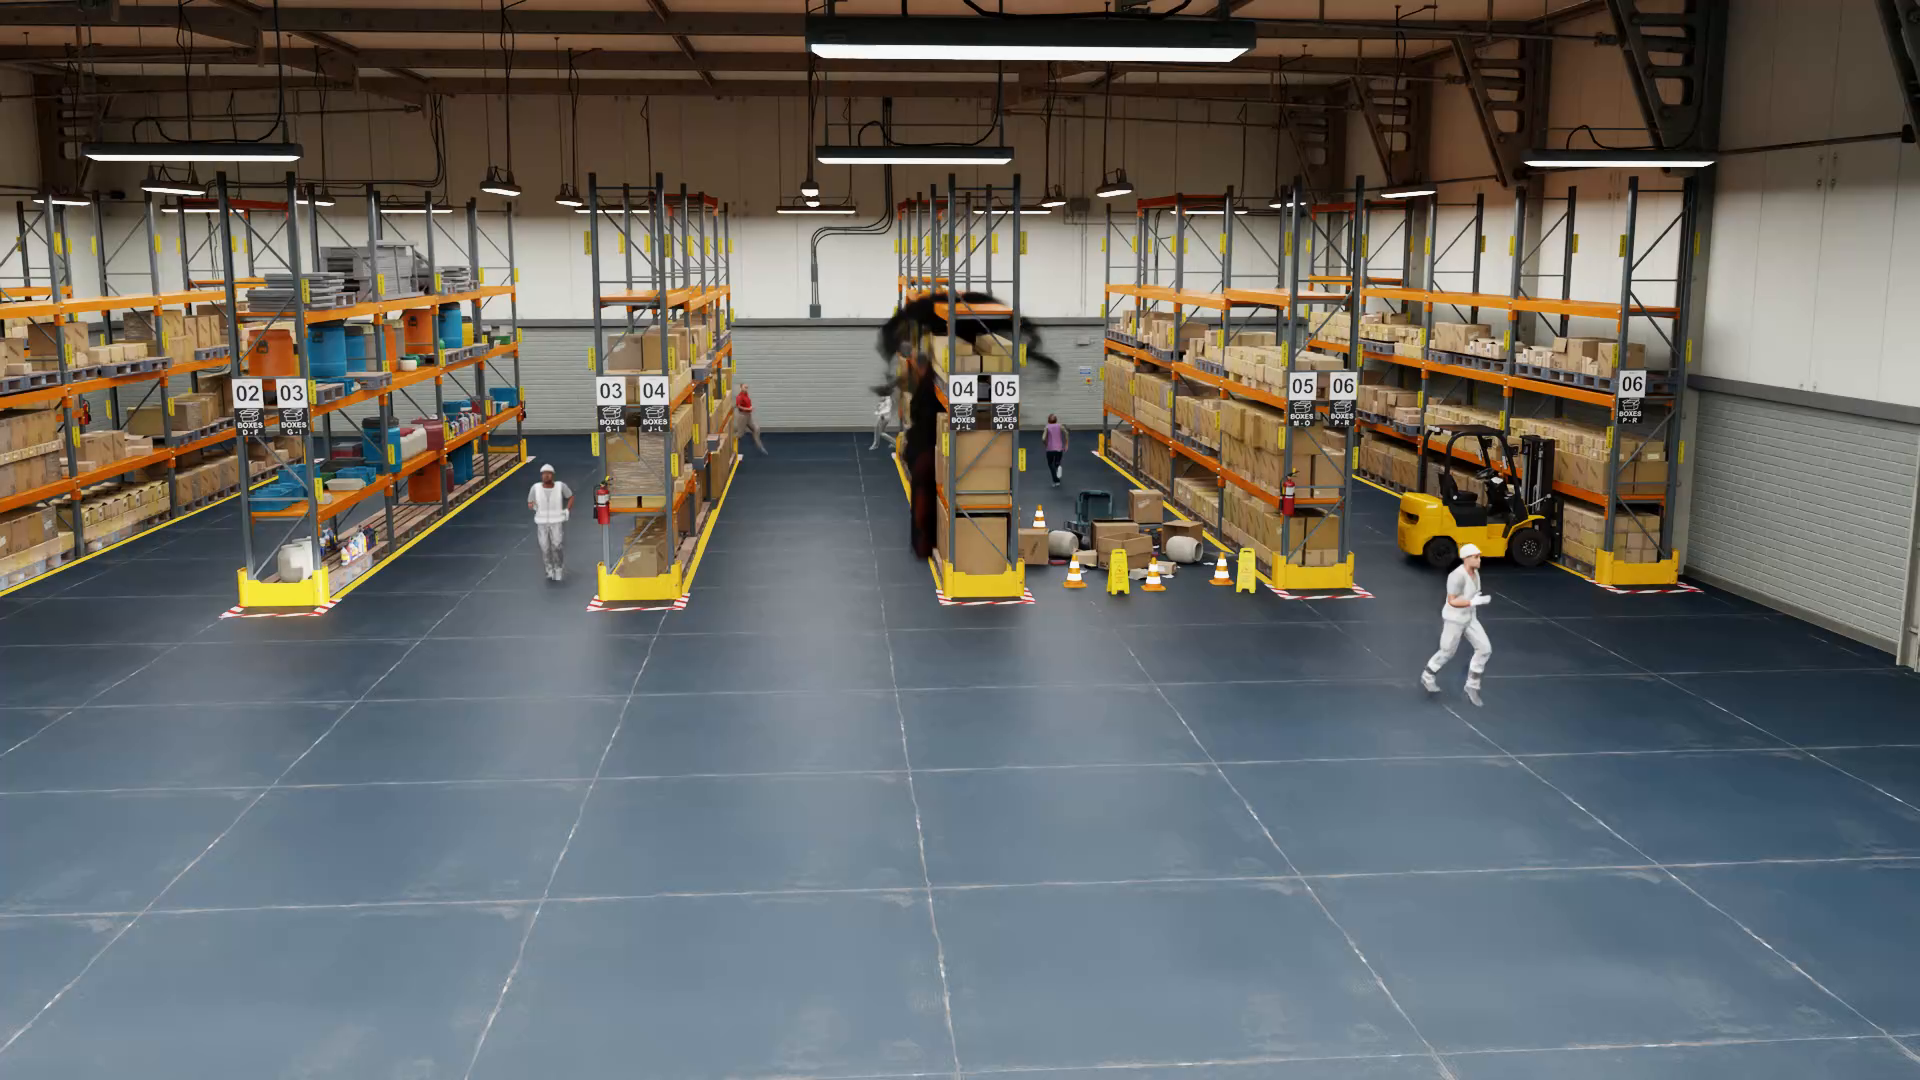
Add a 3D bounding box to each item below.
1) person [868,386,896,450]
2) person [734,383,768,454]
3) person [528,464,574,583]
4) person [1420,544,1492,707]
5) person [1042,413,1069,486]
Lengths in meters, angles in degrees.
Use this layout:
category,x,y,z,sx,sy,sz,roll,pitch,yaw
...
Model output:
category,x,y,z,sx,sy,sz,roll,pitch,yaw
person,-1.920,-2.989,40.962,0.761,1.641,0.719,0,10,0
person,-5.239,-2.948,40.479,0.954,1.750,0.668,3,10,15
person,-6.151,-0.235,24.956,0.658,1.792,0.654,-1,10,-5
person,5.510,0.917,18.407,0.693,1.814,0.865,-9,13,-41
person,2.008,-1.878,34.998,0.570,1.555,0.651,-2,10,-12
